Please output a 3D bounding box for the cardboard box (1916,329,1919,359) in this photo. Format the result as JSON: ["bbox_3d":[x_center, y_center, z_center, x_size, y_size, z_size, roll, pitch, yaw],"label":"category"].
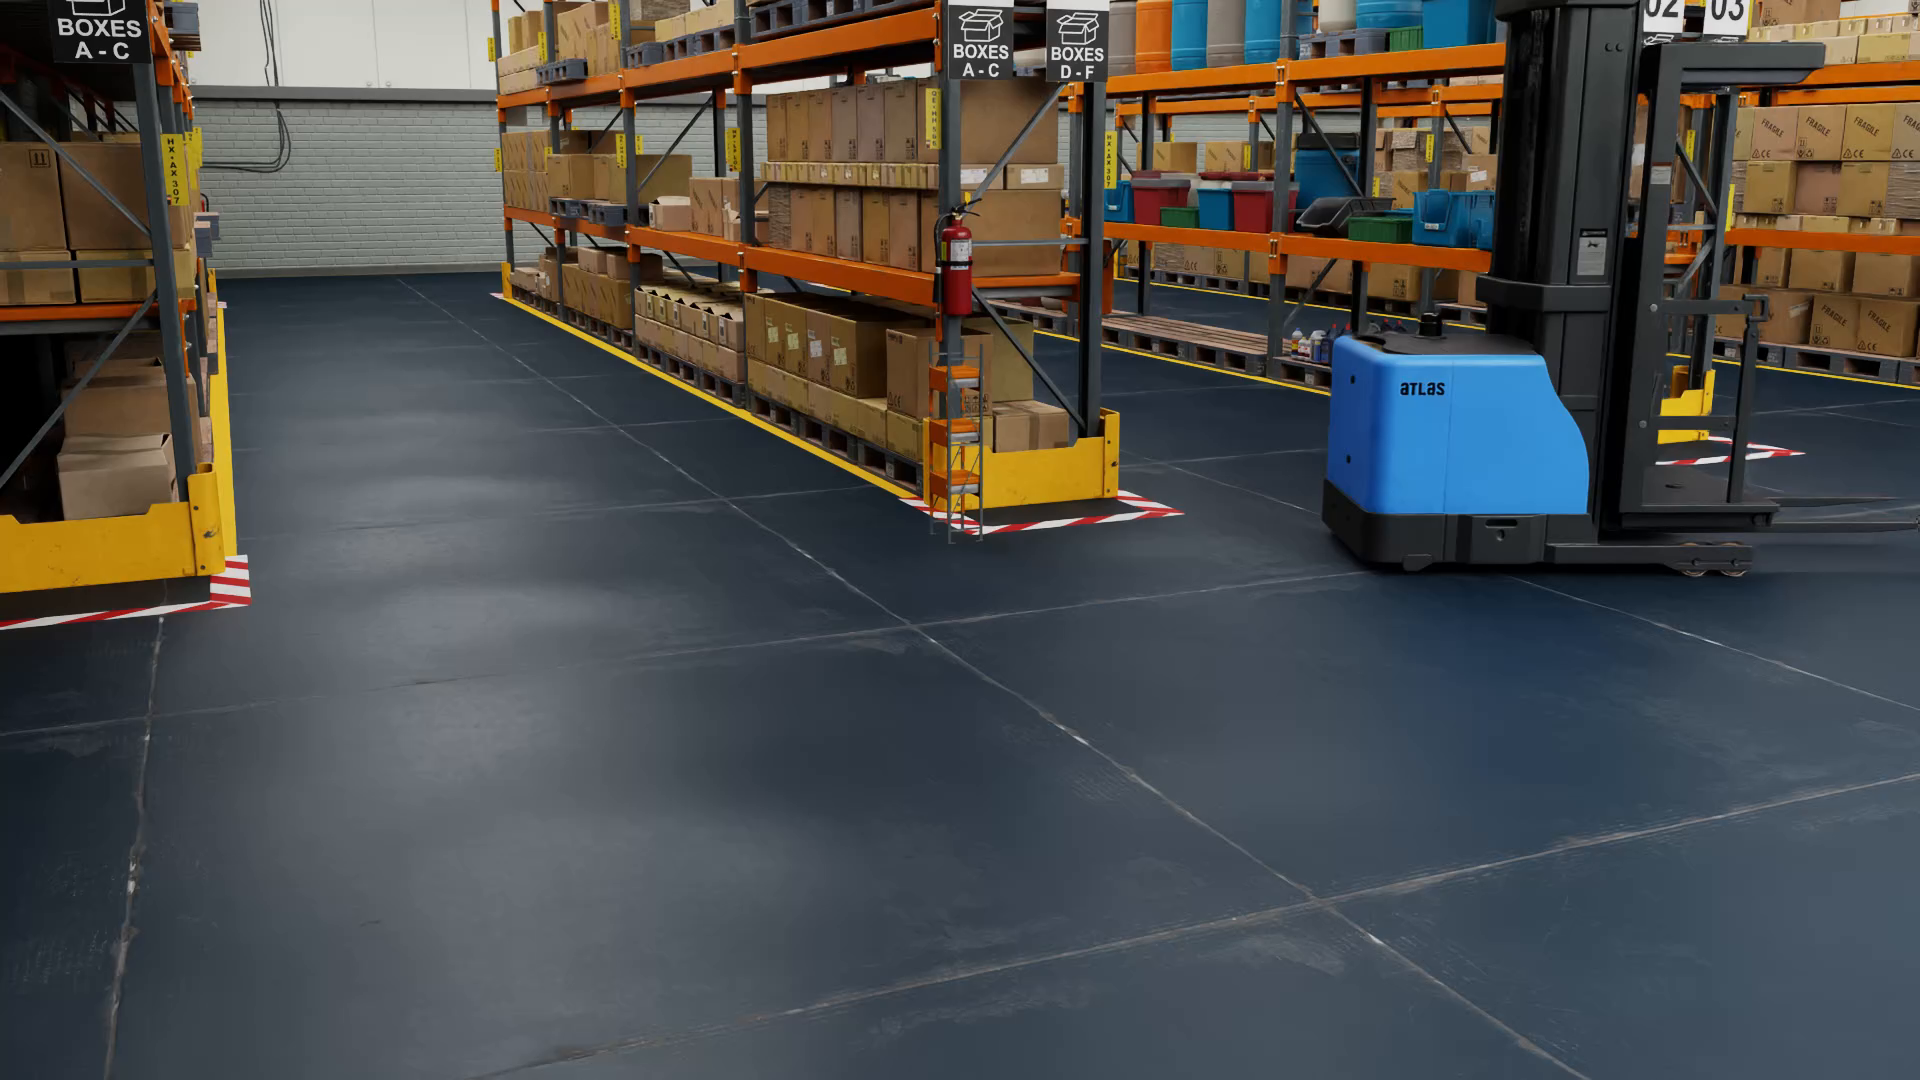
[{"bbox_3d":[8.932,-1.843,14.792,0.500,0.500,0.500,-2,13,-8],"label":"cardboard box"}]

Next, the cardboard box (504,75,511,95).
[{"bbox_3d":[-5.889,-6.172,22.563,0.500,0.250,0.500,-6,14,-23],"label":"cardboard box"}]

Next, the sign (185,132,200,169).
[{"bbox_3d":[-6.889,-3.492,14.914,0.100,0.325,0.005,-6,14,-23],"label":"sign"}]

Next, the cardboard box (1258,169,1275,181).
[{"bbox_3d":[4.586,-5.015,23.666,0.500,0.500,0.500,-6,14,-23],"label":"cardboard box"}]

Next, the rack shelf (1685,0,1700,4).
[{"bbox_3d":[10.017,-7.476,23.695,1.077,0.370,4.000,-6,14,-23],"label":"rack shelf"}]

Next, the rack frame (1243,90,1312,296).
[{"bbox_3d":[4.631,-5.084,24.186,1.000,3.000,0.127,-6,14,-23],"label":"rack frame"}]

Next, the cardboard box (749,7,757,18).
[{"bbox_3d":[-1.481,-4.259,13.367,0.500,0.250,0.500,-4,14,-17],"label":"cardboard box"}]

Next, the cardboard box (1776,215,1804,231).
[{"bbox_3d":[8.031,-3.029,15.864,0.380,0.149,0.250,-6,14,-23],"label":"cardboard box"}]

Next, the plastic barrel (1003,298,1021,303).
[{"bbox_3d":[0.723,-3.245,20.822,0.421,0.512,0.421,0,13,0],"label":"plastic barrel"}]

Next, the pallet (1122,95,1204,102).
[{"bbox_3d":[3.335,-7.177,26.770,1.003,0.211,1.213,-6,14,-23],"label":"pallet"}]

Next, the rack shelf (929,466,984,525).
[{"bbox_3d":[-0.021,-0.241,8.864,0.215,0.259,0.240,-6,14,-23],"label":"rack shelf"}]

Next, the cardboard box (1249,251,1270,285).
[{"bbox_3d":[4.905,-4.123,23.814,1.225,0.875,0.875,-6,14,-23],"label":"cardboard box"}]

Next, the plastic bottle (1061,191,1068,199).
[{"bbox_3d":[1.262,-4.155,20.446,0.152,0.276,0.135,-6,14,-23],"label":"plastic bottle"}]

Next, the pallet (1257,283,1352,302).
[{"bbox_3d":[5.009,-3.573,23.841,1.003,0.211,1.213,-6,14,-23],"label":"pallet"}]

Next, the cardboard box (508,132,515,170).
[{"bbox_3d":[-5.897,-5.330,22.807,0.500,0.500,0.500,-5,14,-22],"label":"cardboard box"}]

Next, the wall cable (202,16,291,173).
[{"bbox_3d":[-12.525,-7.179,26.819,3.097,2.526,0.112,-6,14,-23],"label":"wall cable"}]

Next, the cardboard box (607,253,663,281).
[{"bbox_3d":[-3.461,-2.909,17.692,0.500,0.250,0.500,-5,14,-21],"label":"cardboard box"}]

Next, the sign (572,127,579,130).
[{"bbox_3d":[-5.533,-5.781,23.926,0.100,0.325,0.005,-6,14,-23],"label":"sign"}]

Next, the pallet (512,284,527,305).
[{"bbox_3d":[-5.699,-3.478,23.429,1.003,0.211,1.213,-6,14,-23],"label":"pallet"}]

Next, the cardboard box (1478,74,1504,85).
[{"bbox_3d":[6.393,-5.420,19.316,0.500,0.250,0.500,-5,14,-22],"label":"cardboard box"}]

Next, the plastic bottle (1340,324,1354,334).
[{"bbox_3d":[3.372,-1.717,14.534,0.144,0.351,0.185,-6,14,-23],"label":"plastic bottle"}]

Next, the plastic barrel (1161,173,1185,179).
[{"bbox_3d":[2.303,-3.672,17.834,0.421,0.512,0.421,0,13,0],"label":"plastic barrel"}]

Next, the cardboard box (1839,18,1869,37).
[{"bbox_3d":[8.240,-4.653,15.118,0.380,0.149,0.250,-6,14,-24],"label":"cardboard box"}]

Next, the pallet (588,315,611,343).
[{"bbox_3d":[-3.595,-2.415,18.835,1.003,0.211,1.213,-6,14,-23],"label":"pallet"}]

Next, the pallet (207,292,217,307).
[{"bbox_3d":[-10.195,-3.052,21.588,1.003,0.211,1.213,-6,14,-23],"label":"pallet"}]

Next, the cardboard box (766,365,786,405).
[{"bbox_3d":[-1.139,-1.176,12.464,0.500,0.250,0.500,-6,14,-23],"label":"cardboard box"}]

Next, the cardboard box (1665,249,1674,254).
[{"bbox_3d":[10.110,-3.892,23.645,0.500,0.500,0.500,-5,14,-21],"label":"cardboard box"}]

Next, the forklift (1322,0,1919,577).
[{"bbox_3d":[3.477,-1.368,8.281,3.031,2.935,1.130,0,13,-1],"label":"forklift"}]

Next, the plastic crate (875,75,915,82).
[{"bbox_3d":[-0.905,-6.381,23.399,0.437,0.282,0.530,-6,14,-23],"label":"plastic crate"}]

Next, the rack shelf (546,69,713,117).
[{"bbox_3d":[-3.646,-4.888,18.280,1.077,0.370,4.000,-6,14,-23],"label":"rack shelf"}]

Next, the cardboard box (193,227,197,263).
[{"bbox_3d":[-5.313,-1.956,10.955,0.500,0.250,0.500,-6,14,-23],"label":"cardboard box"}]

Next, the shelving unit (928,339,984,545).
[{"bbox_3d":[-0.021,-0.523,8.799,0.215,1.050,0.252,-6,14,-23],"label":"shelving unit"}]

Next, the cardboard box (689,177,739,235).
[{"bbox_3d":[-2.158,-3.067,15.249,0.500,0.500,0.500,-6,15,-26],"label":"cardboard box"}]

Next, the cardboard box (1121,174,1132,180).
[{"bbox_3d":[2.973,-5.859,27.206,0.500,0.250,0.500,-6,14,-24],"label":"cardboard box"}]

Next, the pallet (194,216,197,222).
[{"bbox_3d":[-6.552,-2.417,13.086,1.003,0.211,1.213,-6,14,-23],"label":"pallet"}]

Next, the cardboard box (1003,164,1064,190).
[{"bbox_3d":[0.399,-2.176,9.961,0.380,0.149,0.250,-6,14,-23],"label":"cardboard box"}]

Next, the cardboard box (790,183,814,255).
[{"bbox_3d":[-0.842,-2.387,12.308,0.700,0.500,0.500,-6,14,-24],"label":"cardboard box"}]

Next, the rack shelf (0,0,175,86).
[{"bbox_3d":[-4.979,-2.787,9.202,1.077,0.370,4.000,-6,14,-23],"label":"rack shelf"}]

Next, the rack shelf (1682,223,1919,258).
[{"bbox_3d":[8.636,-2.668,15.340,1.077,0.370,4.000,-6,14,-23],"label":"rack shelf"}]

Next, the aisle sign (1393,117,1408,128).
[{"bbox_3d":[7.859,-7.647,29.491,0.394,0.787,0.004,-6,14,-23],"label":"aisle sign"}]

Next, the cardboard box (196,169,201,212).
[{"bbox_3d":[-9.475,-4.153,19.497,0.980,0.700,0.700,-6,14,-24],"label":"cardboard box"}]

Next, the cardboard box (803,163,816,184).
[{"bbox_3d":[-0.903,-2.618,11.870,0.380,0.149,0.250,-6,14,-25],"label":"cardboard box"}]

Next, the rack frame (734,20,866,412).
[{"bbox_3d":[-1.243,-2.538,13.181,1.000,3.000,0.127,-6,14,-23],"label":"rack frame"}]

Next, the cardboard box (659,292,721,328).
[{"bbox_3d":[-2.484,-2.154,15.448,0.500,0.311,0.500,-6,14,-24],"label":"cardboard box"}]

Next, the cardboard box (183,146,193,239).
[{"bbox_3d":[-4.484,-1.901,9.057,0.500,0.500,0.500,-6,14,-25],"label":"cardboard box"}]

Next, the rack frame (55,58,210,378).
[{"bbox_3d":[-7.383,-2.916,14.816,1.000,3.000,0.127,-6,14,-23],"label":"rack frame"}]

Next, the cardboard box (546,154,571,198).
[{"bbox_3d":[-4.463,-4.326,19.754,0.700,0.500,0.500,-12,18,-42],"label":"cardboard box"}]

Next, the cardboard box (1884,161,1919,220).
[{"bbox_3d":[8.772,-3.115,14.793,0.875,0.500,0.500,-6,14,-23],"label":"cardboard box"}]

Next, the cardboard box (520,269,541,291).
[{"bbox_3d":[-5.691,-3.547,22.665,0.500,0.250,0.500,-6,14,-23],"label":"cardboard box"}]

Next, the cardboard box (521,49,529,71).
[{"bbox_3d":[-5.287,-6.105,21.168,0.500,0.250,0.500,-6,14,-23],"label":"cardboard box"}]

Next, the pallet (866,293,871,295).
[{"bbox_3d":[-0.730,-3.679,24.299,1.003,0.211,1.213,-6,14,-23],"label":"pallet"}]

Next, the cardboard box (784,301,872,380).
[{"bbox_3d":[-0.943,-1.437,11.931,0.500,0.500,0.500,-6,14,-23],"label":"cardboard box"}]

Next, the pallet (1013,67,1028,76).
[{"bbox_3d":[0.953,-5.619,20.263,1.003,0.211,1.213,-6,14,-23],"label":"pallet"}]

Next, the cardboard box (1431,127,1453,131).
[{"bbox_3d":[8.153,-6.584,27.565,0.500,0.500,0.500,-6,14,-25],"label":"cardboard box"}]

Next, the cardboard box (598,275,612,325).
[{"bbox_3d":[-3.642,-2.639,18.190,0.500,0.500,0.500,-6,14,-25],"label":"cardboard box"}]

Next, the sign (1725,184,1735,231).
[{"bbox_3d":[5.405,-2.341,11.720,0.100,0.325,0.005,-6,14,-23],"label":"sign"}]
